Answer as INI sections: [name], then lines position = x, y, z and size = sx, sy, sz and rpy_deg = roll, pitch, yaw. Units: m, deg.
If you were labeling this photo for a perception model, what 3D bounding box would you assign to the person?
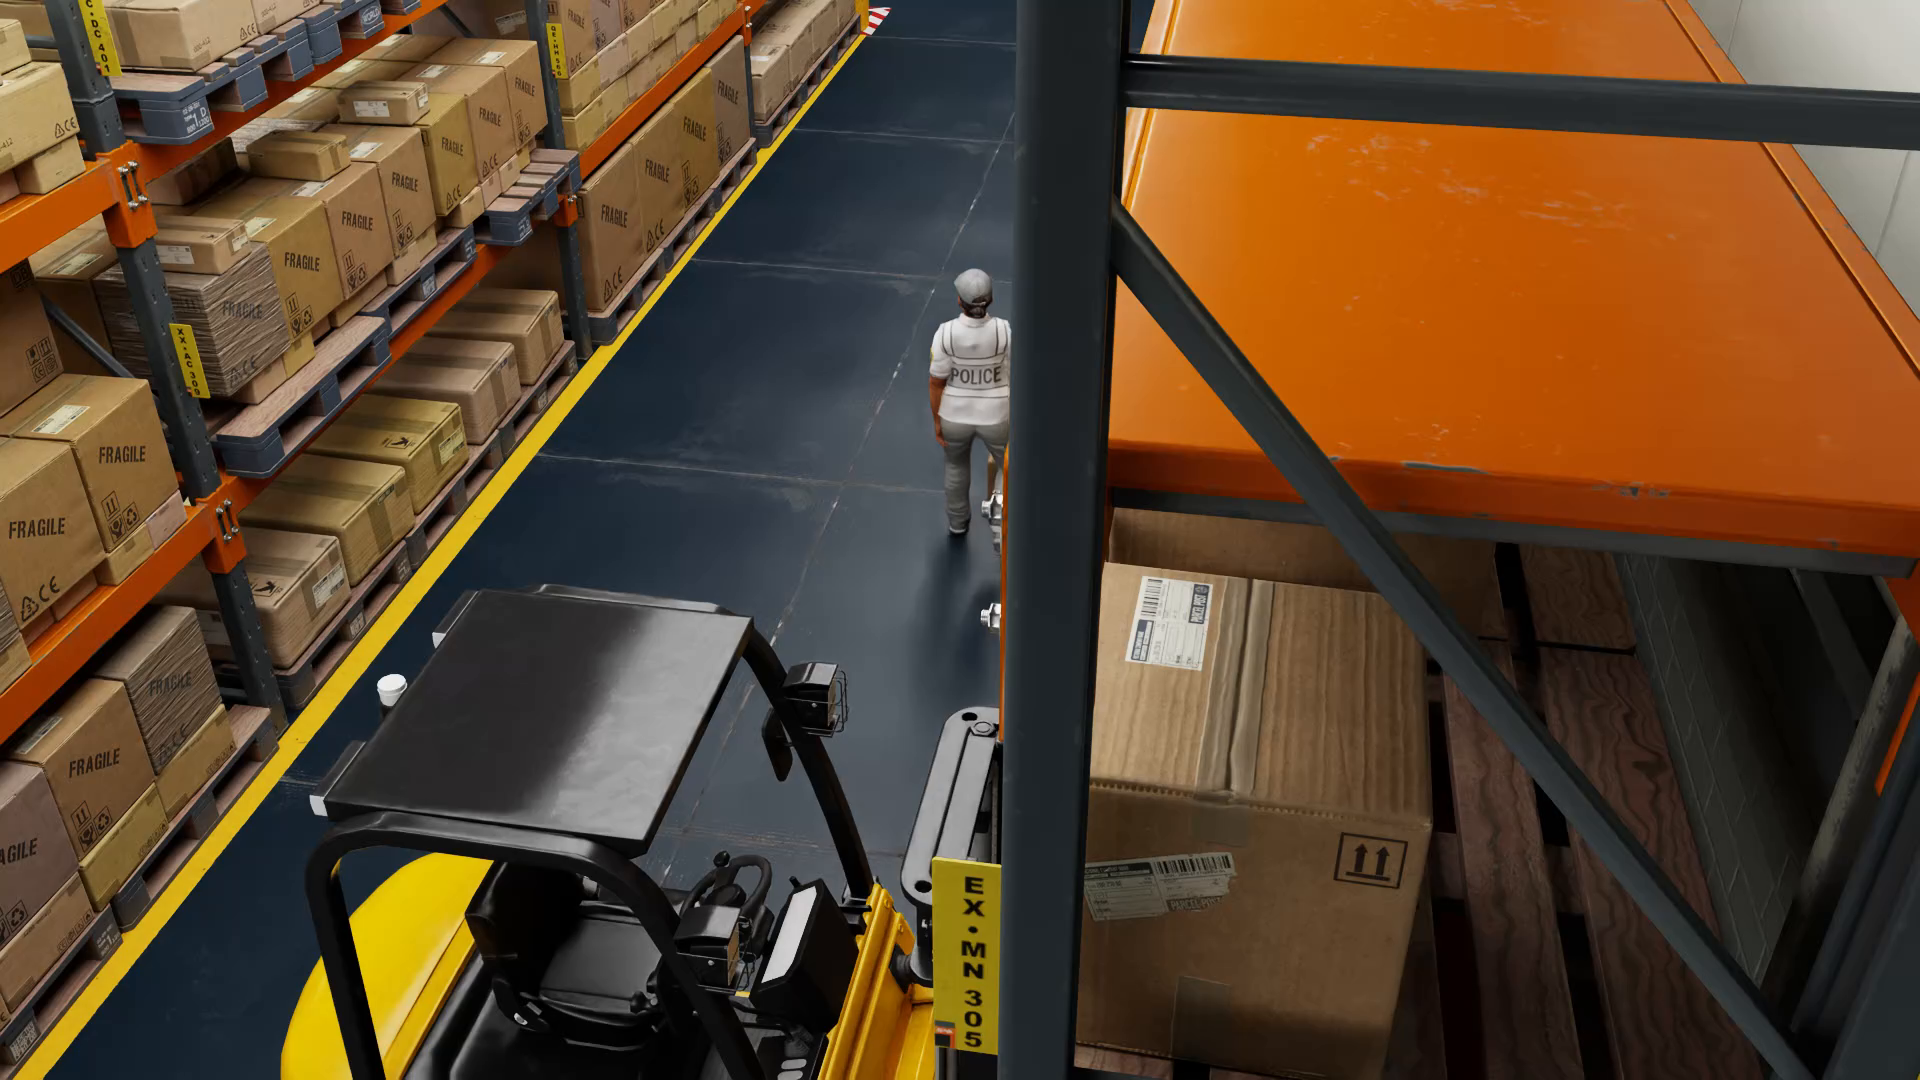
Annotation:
[person]
position = 0.092, -0.672, 8.661
size = 0.491, 1.639, 0.752
rpy_deg = 2, 33, 3
